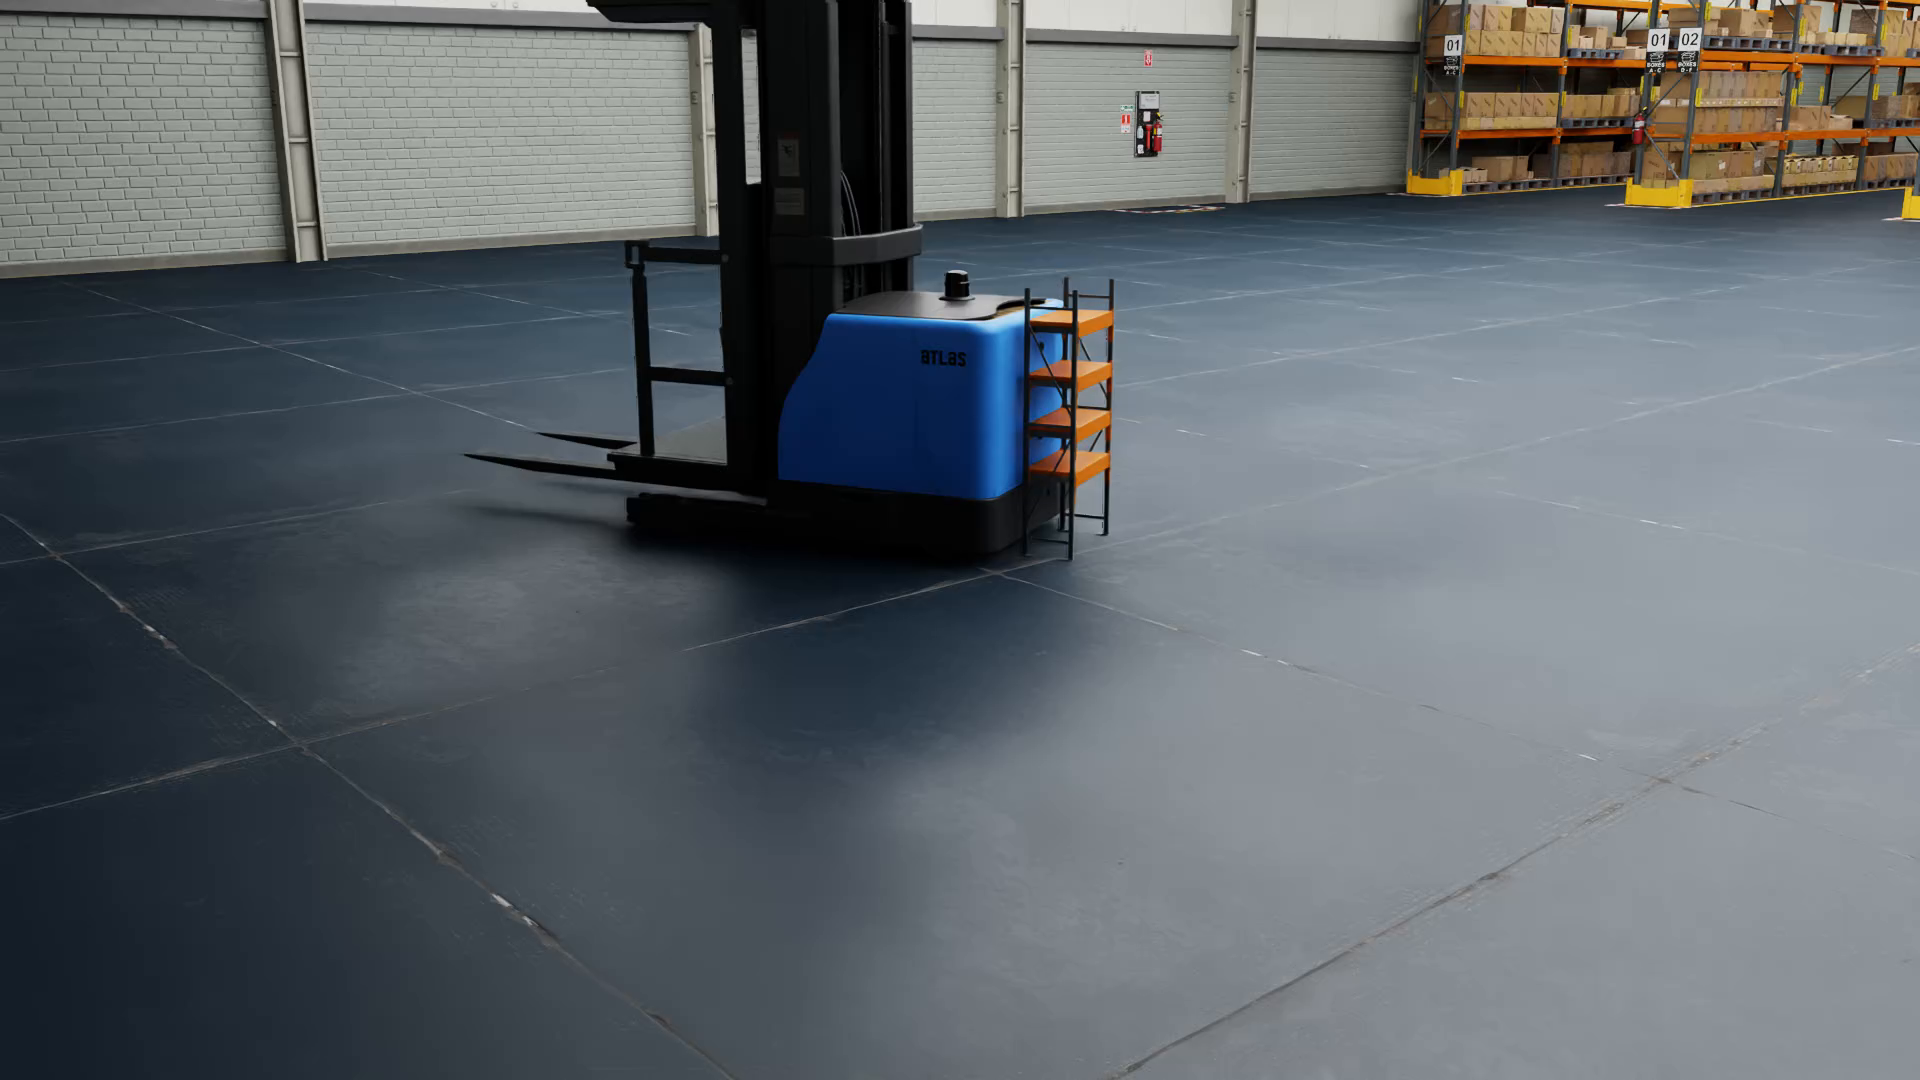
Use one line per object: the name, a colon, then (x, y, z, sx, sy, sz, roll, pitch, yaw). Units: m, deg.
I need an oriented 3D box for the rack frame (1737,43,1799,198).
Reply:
rack frame: (16.216, -8.456, 33.596, 0.127, 3.000, 1.000, -13, 19, -39)

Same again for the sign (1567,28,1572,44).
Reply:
sign: (13.324, -11.015, 36.360, 0.005, 0.325, 0.100, -13, 19, -39)

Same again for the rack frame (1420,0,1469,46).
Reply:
rack frame: (9.944, -11.641, 33.893, 0.127, 3.000, 1.000, -13, 19, -39)

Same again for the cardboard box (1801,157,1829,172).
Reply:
cardboard box: (17.850, -7.884, 34.881, 0.500, 0.311, 0.500, -12, 19, -38)

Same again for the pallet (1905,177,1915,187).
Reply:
pallet: (21.662, -8.319, 38.486, 1.213, 0.211, 1.003, -13, 19, -39)

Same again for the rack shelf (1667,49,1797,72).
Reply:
rack shelf: (14.707, -9.219, 32.034, 4.000, 0.370, 1.077, -13, 19, -39)

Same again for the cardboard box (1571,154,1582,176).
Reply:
cardboard box: (13.863, -8.650, 38.313, 0.500, 0.500, 0.700, -13, 20, -40)

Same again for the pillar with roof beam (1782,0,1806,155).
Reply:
pillar with roof beam: (26.309, -14.139, 43.246, 0.400, 9.000, 9.100, -13, 19, -39)

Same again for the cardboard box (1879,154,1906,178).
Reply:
cardboard box: (20.928, -8.424, 37.465, 0.500, 0.500, 0.500, -14, 20, -41)

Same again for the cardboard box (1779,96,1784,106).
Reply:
cardboard box: (21.094, -11.384, 43.976, 0.700, 0.700, 0.980, -13, 20, -40)

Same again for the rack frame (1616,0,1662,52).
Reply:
rack frame: (15.979, -12.996, 38.967, 0.127, 3.000, 1.000, -13, 19, -39)

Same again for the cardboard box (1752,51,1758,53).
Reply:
cardboard box: (20.085, -12.553, 42.402, 0.500, 0.250, 0.500, -13, 20, -41)

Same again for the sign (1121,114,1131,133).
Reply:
sign: (3.004, -7.546, 30.117, 0.234, 0.329, 0.001, -13, 19, -39)

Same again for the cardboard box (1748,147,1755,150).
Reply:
cardboard box: (20.398, -10.048, 43.586, 0.500, 0.500, 0.700, -12, 19, -38)

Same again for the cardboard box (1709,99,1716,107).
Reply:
cardboard box: (14.023, -8.252, 31.381, 0.250, 0.149, 0.380, -13, 19, -39)

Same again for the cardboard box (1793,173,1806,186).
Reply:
cardboard box: (17.070, -7.437, 34.295, 0.500, 0.250, 0.500, -12, 19, -38)

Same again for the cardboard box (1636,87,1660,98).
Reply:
cardboard box: (16.513, -10.693, 39.709, 0.500, 0.250, 0.500, -12, 19, -38)

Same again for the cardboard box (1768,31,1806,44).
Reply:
cardboard box: (16.687, -10.139, 33.558, 0.500, 0.250, 0.500, -10, 18, -34)

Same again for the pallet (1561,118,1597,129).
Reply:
pallet: (13.634, -9.429, 37.608, 1.213, 0.211, 1.003, -13, 19, -39)

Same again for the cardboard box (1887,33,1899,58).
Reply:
cardboard box: (19.925, -10.798, 36.358, 0.500, 0.500, 0.910, -13, 19, -39)

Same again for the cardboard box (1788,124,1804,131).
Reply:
cardboard box: (17.019, -8.445, 34.042, 0.250, 0.149, 0.380, -13, 19, -39)

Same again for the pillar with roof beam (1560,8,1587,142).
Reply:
pillar with roof beam: (17.257, -12.106, 35.635, 0.400, 9.000, 9.100, -13, 19, -39)

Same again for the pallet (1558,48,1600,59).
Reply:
pallet: (13.497, -10.863, 37.155, 1.003, 0.211, 1.213, -13, 19, -39)

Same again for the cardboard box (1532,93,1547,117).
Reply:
cardboard box: (12.435, -9.494, 36.278, 0.500, 0.500, 0.500, -13, 20, -40)

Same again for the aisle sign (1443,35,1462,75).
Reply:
aisle sign: (10.087, -9.928, 34.068, 0.004, 0.787, 0.394, -13, 19, -39)

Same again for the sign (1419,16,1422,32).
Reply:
sign: (9.595, -10.731, 34.583, 0.005, 0.325, 0.100, -13, 19, -39)

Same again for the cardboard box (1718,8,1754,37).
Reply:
cardboard box: (14.631, -9.775, 31.441, 0.500, 0.500, 0.500, -13, 19, -39)

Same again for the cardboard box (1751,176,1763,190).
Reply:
cardboard box: (15.626, -7.127, 33.134, 0.500, 0.250, 0.500, -13, 19, -39)

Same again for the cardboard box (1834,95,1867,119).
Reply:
cardboard box: (19.635, -9.514, 36.548, 0.700, 0.500, 0.500, 8, 17, 28)

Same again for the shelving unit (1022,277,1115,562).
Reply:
shelving unit: (0.490, -0.554, 7.498, 0.258, 1.200, 0.503, 6, 16, 23)

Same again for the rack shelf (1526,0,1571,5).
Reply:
rack shelf: (11.453, -11.631, 35.255, 4.000, 0.370, 1.077, -13, 19, -39)

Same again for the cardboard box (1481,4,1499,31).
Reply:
cardboard box: (10.806, -10.826, 34.485, 0.500, 0.500, 0.500, -13, 20, -40)

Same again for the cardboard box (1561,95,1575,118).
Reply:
cardboard box: (13.368, -9.761, 37.433, 0.500, 0.500, 0.700, -13, 19, -39)

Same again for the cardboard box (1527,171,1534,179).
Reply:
cardboard box: (12.578, -8.167, 37.152, 0.380, 0.166, 0.250, 13, 20, 40)

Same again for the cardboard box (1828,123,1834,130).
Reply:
cardboard box: (18.309, -8.786, 35.316, 0.250, 0.149, 0.380, -11, 18, -35)

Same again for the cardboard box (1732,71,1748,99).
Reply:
cardboard box: (14.750, -8.800, 32.175, 0.500, 0.500, 0.700, -13, 19, -39)

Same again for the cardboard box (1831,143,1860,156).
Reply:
cardboard box: (19.825, -8.716, 37.105, 0.500, 0.250, 0.500, -12, 19, -37)

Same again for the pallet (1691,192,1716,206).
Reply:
pallet: (13.748, -6.569, 31.935, 1.213, 0.211, 1.003, -13, 19, -39)

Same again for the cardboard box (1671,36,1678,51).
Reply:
cardboard box: (17.098, -12.092, 40.350, 0.500, 0.500, 0.700, -11, 19, -37)

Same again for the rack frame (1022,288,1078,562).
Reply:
rack frame: (0.392, -0.496, 7.282, 0.240, 1.200, 0.015, 6, 16, 23)

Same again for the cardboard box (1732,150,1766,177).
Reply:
cardboard box: (15.625, -7.490, 33.038, 0.500, 0.500, 0.500, -13, 19, -39)

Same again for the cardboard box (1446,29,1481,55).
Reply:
cardboard box: (10.360, -10.258, 34.295, 0.500, 0.500, 0.500, -12, 19, -38)

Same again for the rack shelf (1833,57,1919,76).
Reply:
rack shelf: (20.743, -10.575, 37.107, 4.000, 0.370, 1.077, -13, 19, -39)

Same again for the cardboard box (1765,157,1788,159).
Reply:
cardboard box: (17.100, -7.900, 34.940, 0.500, 0.311, 0.500, -13, 20, -40)

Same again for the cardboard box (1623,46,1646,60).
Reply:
cardboard box: (15.613, -11.339, 38.710, 0.500, 0.311, 0.500, -13, 19, -39)

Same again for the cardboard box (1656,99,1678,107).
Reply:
cardboard box: (13.362, -8.242, 31.344, 0.250, 0.149, 0.380, -13, 20, -40)

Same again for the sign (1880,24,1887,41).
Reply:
sign: (19.592, -10.762, 35.259, 0.005, 0.325, 0.100, -13, 19, -39)

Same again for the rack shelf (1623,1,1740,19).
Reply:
rack shelf: (17.488, -12.794, 40.380, 4.000, 0.370, 1.077, -13, 19, -39)

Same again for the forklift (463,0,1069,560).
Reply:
forklift: (-1.033, -1.560, 7.911, 3.031, 2.935, 1.130, 7, 16, 23)

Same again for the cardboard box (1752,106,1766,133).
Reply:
cardboard box: (15.492, -8.338, 32.958, 0.500, 0.500, 0.700, -13, 20, -40)

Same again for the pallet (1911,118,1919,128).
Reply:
pallet: (21.577, -9.605, 38.268, 1.213, 0.211, 1.003, -13, 19, -39)

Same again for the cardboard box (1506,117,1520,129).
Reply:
cardboard box: (11.674, -8.962, 35.740, 0.500, 0.250, 0.500, -12, 19, -39)

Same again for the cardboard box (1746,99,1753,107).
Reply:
cardboard box: (15.193, -8.516, 32.367, 0.250, 0.149, 0.380, -12, 19, -38)

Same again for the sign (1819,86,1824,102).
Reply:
sign: (18.870, -9.759, 36.384, 0.005, 0.325, 0.100, -13, 19, -39)

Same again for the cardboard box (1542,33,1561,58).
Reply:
cardboard box: (12.741, -10.793, 36.300, 0.500, 0.500, 0.500, -12, 19, -38)
